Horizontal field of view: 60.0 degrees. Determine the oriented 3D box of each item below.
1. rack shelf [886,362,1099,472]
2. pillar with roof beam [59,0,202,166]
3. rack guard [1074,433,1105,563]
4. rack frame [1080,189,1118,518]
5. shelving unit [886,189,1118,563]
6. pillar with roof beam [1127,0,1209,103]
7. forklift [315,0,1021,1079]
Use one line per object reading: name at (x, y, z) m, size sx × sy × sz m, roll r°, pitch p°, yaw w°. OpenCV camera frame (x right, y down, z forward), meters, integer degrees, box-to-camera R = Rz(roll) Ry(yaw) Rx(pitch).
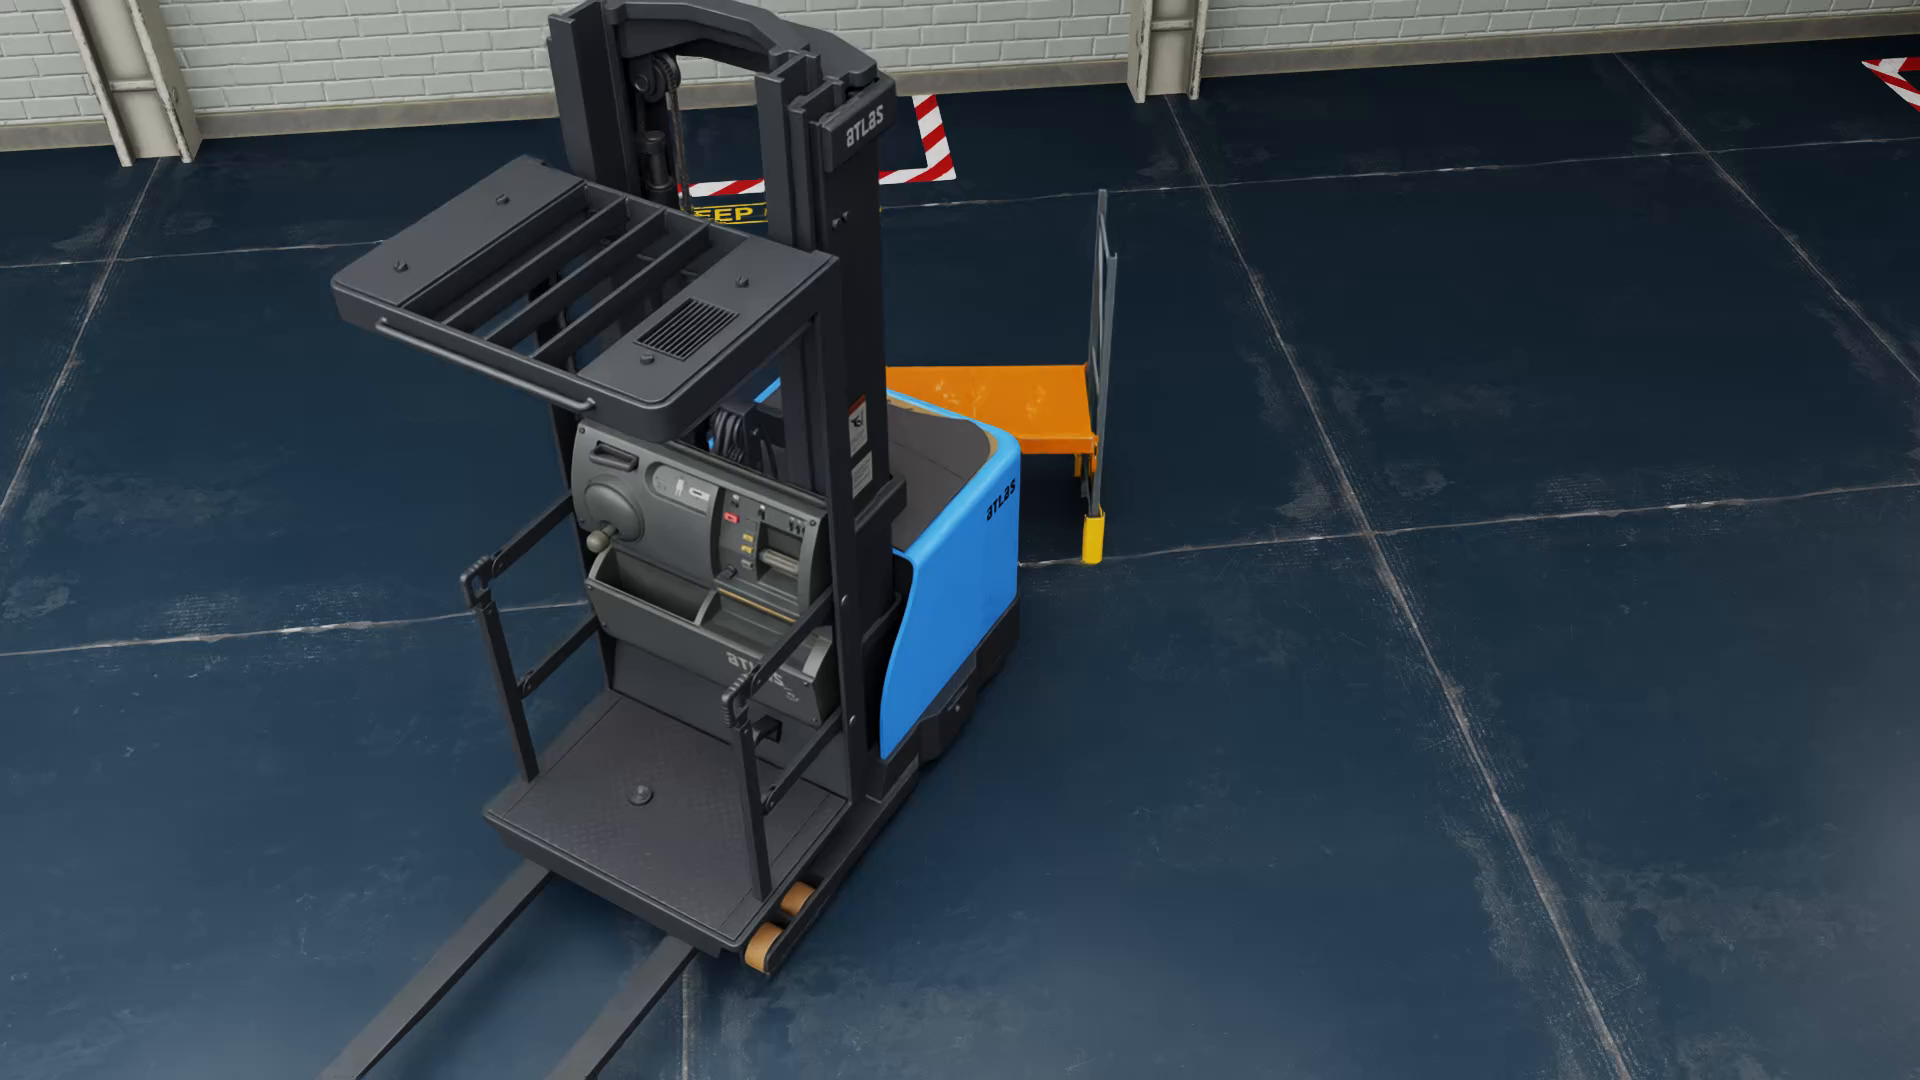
rack shelf at (0.057, -0.516, 6.970) m, size 1.000 × 0.185 × 0.538 m, roll -1°, pitch 42°, yaw -1°
pillar with roof beam at (-4.132, -2.770, 3.603) m, size 0.400 × 9.000 × 9.100 m, roll -5°, pitch 42°, yaw -6°
rack guard at (0.564, -0.191, 7.275) m, size 0.087 × 0.250 × 0.587 m, roll -1°, pitch 42°, yaw -1°
rack frame at (0.565, -0.655, 6.856) m, size 0.032 × 1.500 × 0.500 m, roll -1°, pitch 42°, yaw -1°
shelving unit at (0.066, -0.649, 6.850) m, size 1.083 × 1.500 × 0.587 m, roll -1°, pitch 42°, yaw -1°
pillar with roof beam at (1.817, -3.292, 4.181) m, size 0.400 × 9.000 × 9.100 m, roll -5°, pitch 42°, yaw -6°
forklift at (-0.937, 0.016, 5.043) m, size 1.130 × 2.935 × 3.031 m, roll 21°, pitch 46°, yaw 22°
